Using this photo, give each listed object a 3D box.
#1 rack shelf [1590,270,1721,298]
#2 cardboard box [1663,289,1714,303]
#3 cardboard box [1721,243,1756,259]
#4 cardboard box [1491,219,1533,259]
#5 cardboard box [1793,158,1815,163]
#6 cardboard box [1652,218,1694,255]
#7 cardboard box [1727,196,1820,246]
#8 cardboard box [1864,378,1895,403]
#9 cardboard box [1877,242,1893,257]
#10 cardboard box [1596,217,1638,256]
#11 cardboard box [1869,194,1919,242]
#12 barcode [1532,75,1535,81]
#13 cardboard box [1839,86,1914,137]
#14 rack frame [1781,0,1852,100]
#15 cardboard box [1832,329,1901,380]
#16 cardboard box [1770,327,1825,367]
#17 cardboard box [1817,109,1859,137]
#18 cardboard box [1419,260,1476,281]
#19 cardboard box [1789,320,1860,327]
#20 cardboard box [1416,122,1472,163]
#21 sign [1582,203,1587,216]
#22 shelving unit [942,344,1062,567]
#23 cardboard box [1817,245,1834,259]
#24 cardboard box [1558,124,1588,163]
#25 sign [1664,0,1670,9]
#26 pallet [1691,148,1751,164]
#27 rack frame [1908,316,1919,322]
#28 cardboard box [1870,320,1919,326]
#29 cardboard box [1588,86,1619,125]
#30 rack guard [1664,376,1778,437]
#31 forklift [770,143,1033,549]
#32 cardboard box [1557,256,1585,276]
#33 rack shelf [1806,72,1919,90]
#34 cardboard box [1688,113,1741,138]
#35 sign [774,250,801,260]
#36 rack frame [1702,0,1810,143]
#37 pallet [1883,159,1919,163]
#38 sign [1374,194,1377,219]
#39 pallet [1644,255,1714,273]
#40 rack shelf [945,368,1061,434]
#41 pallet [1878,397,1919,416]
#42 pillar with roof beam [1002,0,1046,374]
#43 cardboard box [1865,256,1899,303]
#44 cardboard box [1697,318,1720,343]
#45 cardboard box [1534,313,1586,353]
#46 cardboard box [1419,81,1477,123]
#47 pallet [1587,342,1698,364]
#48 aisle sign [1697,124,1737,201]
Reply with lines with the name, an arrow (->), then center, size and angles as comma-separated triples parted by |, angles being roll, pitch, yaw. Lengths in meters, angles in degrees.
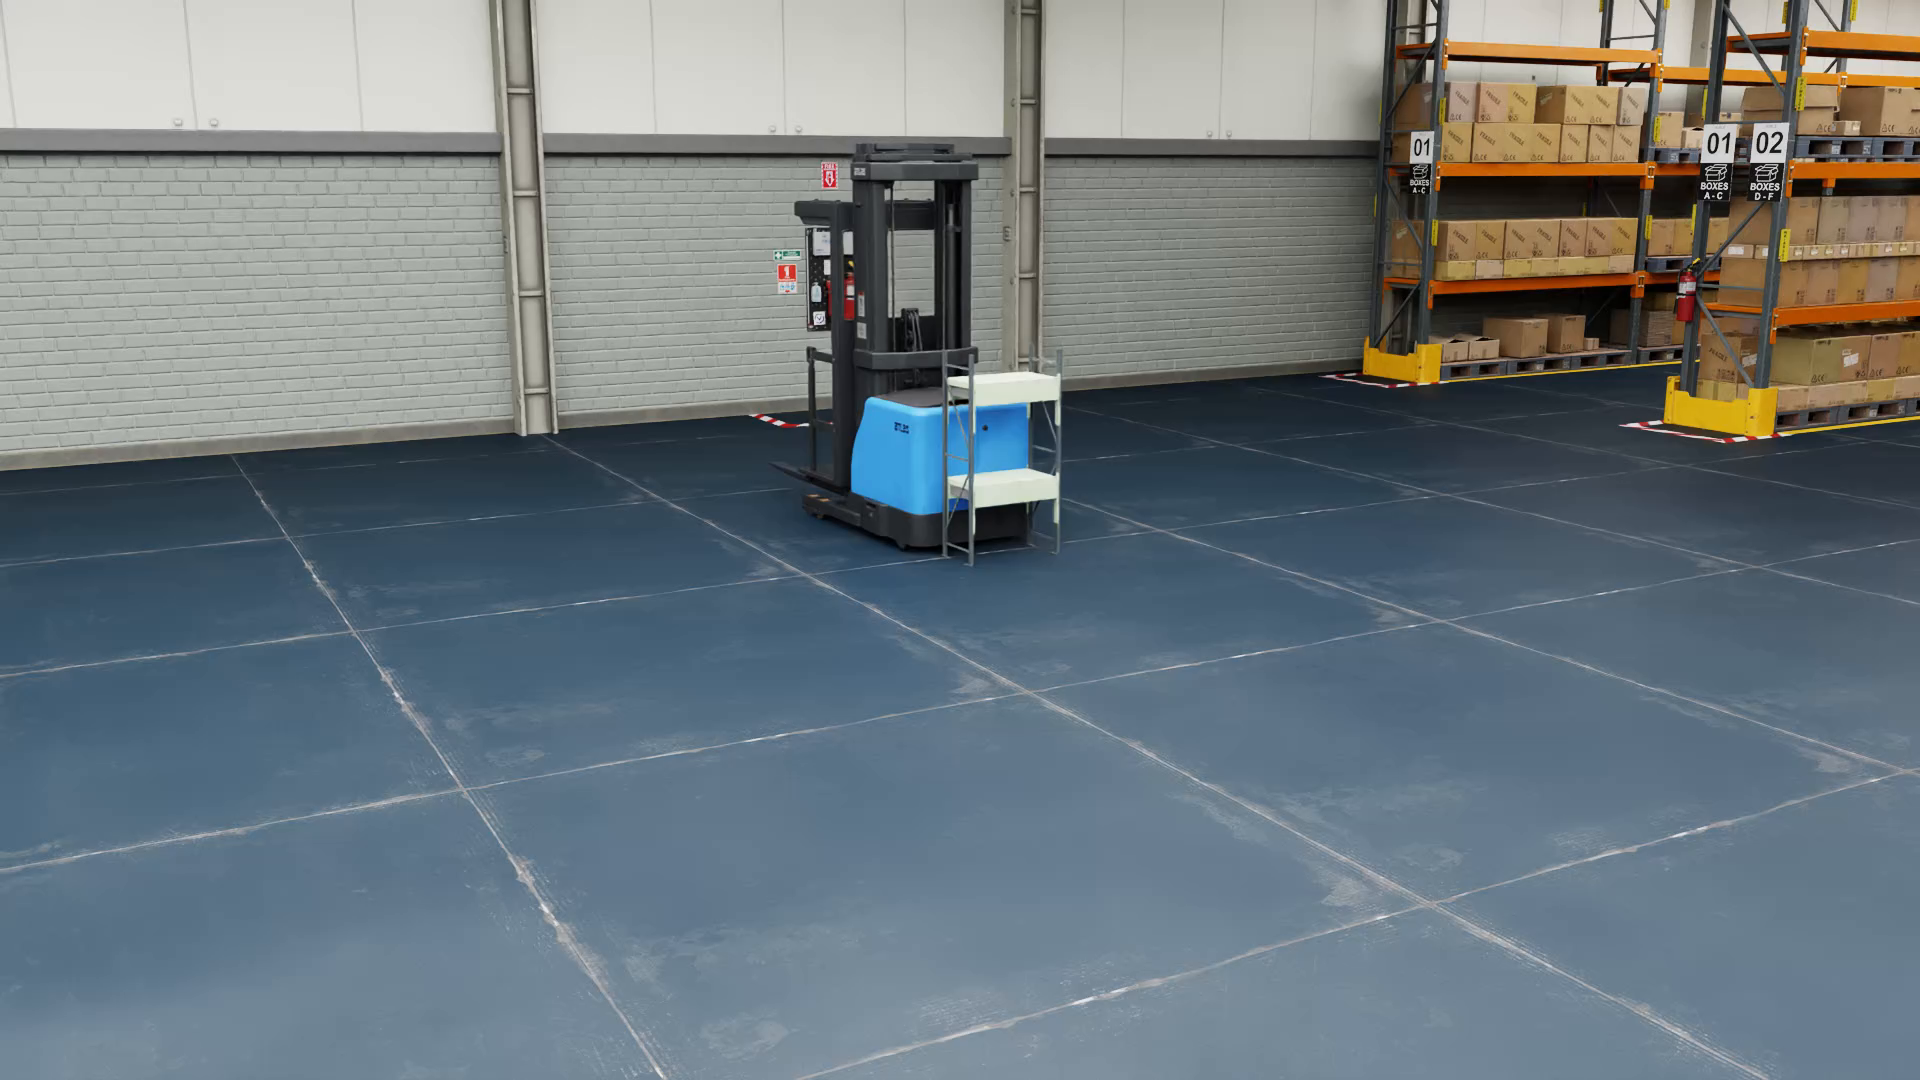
rack shelf -> 11.095, -3.908, 24.781 | 4.000, 0.370, 1.077 | -7, 14, -28
cardboard box -> 10.817, -3.593, 24.725 | 0.500, 0.250, 0.500 | -7, 15, -29
cardboard box -> 8.450, -3.116, 17.917 | 0.250, 0.149, 0.380 | -7, 15, -29
cardboard box -> 7.287, -4.026, 22.254 | 0.500, 0.500, 0.500 | -7, 15, -30
cardboard box -> 12.348, -5.771, 24.748 | 0.500, 0.311, 0.500 | -7, 14, -28
cardboard box -> 10.297, -4.416, 24.172 | 0.500, 0.500, 0.700 | -5, 14, -22
cardboard box -> 8.668, -3.408, 17.736 | 0.500, 0.500, 0.700 | -7, 14, -28
cardboard box -> 10.100, -1.708, 18.673 | 0.500, 0.250, 0.500 | -7, 14, -28
cardboard box -> 10.003, -3.200, 18.292 | 0.250, 0.149, 0.380 | -7, 14, -27
cardboard box -> 9.073, -4.242, 23.214 | 0.500, 0.500, 0.500 | -7, 14, -28
cardboard box -> 10.447, -3.622, 18.690 | 0.500, 0.500, 0.700 | -7, 14, -28
barcode -> 7.913, -6.376, 22.948 | 0.075, 0.075, 0.001 | -7, 14, -28
cardboard box -> 9.794, -4.581, 17.798 | 0.500, 0.500, 0.500 | -7, 14, -28
rack frame -> 12.851, -7.396, 24.979 | 0.127, 3.000, 1.000 | -7, 14, -28
cardboard box -> 10.101, -2.074, 18.590 | 0.500, 0.500, 0.500 | -7, 14, -28
cardboard box -> 9.404, -2.125, 18.816 | 0.500, 0.500, 0.500 | -7, 14, -28
cardboard box -> 9.578, -4.597, 18.300 | 0.500, 0.311, 0.500 | -5, 14, -21
cardboard box -> 6.409, -3.555, 21.868 | 0.500, 0.250, 0.500 | -7, 15, -29
cardboard box -> 13.559, -3.678, 26.059 | 0.750, 0.750, 0.750 | -7, 14, -29
cardboard box -> 6.242, -5.137, 21.497 | 0.500, 0.500, 0.500 | -6, 14, -26
sign -> 9.070, -4.720, 24.114 | 0.005, 0.325, 0.100 | -7, 14, -28
shelving unit -> 0.300, -0.618, 11.938 | 0.755, 1.500, 0.431 | -7, 15, -30
cardboard box -> 9.103, -3.093, 17.815 | 0.250, 0.149, 0.380 | -7, 14, -28
cardboard box -> 8.097, -5.354, 22.460 | 0.500, 0.500, 0.500 | -7, 15, -30
sign -> 9.583, -7.363, 22.524 | 0.005, 0.325, 0.100 | -7, 14, -28
pallet -> 10.841, -5.575, 24.144 | 1.003, 0.211, 1.213 | -7, 14, -28
rack frame -> 11.716, -3.094, 19.527 | 0.127, 3.000, 1.000 | -7, 14, -28
cardboard box -> 11.159, -2.335, 19.752 | 0.500, 0.500, 0.500 | -7, 14, -28
cardboard box -> 8.551, -5.893, 22.582 | 0.500, 0.500, 0.500 | -6, 14, -25
rack guard -> 8.184, -1.452, 17.921 | 0.348, 0.500, 1.175 | -7, 14, -28
forklift -> -0.624, -1.644, 13.237 | 1.130, 2.935, 3.031 | -7, 15, -29
cardboard box -> 8.194, -3.770, 22.827 | 0.500, 0.250, 0.500 | -7, 14, -28
rack shelf -> 14.606, -7.061, 26.036 | 4.000, 0.370, 1.077 | -7, 14, -28
cardboard box -> 10.940, -5.938, 24.145 | 0.500, 0.500, 0.500 | -7, 15, -30
sign -> -1.952, -3.221, 18.801 | 0.331, 0.109, 0.001 | -7, 14, -28
rack frame -> 8.205, -5.600, 16.999 | 0.127, 3.000, 1.000 | -7, 14, -28
pallet -> 14.370, -6.037, 26.200 | 1.213, 0.211, 1.003 | -6, 14, -25
sign -> 5.580, -4.456, 22.220 | 0.005, 0.325, 0.100 | -7, 14, -28
pallet -> 10.080, -4.007, 24.021 | 1.213, 0.211, 1.003 | -7, 14, -28
rack shelf -> 0.300, -0.998, 11.852 | 0.720, 0.370, 0.431 | -7, 15, -30
pallet -> 10.998, -1.659, 19.498 | 1.213, 0.211, 1.003 | -7, 14, -28
pillar with roof beam -> 2.825, -5.334, 15.816 | 0.400, 9.000, 9.100 | -7, 14, -28
cardboard box -> 9.979, -2.932, 18.580 | 0.500, 0.500, 0.700 | -6, 14, -26
cardboard box -> 10.874, -3.234, 24.840 | 0.500, 0.500, 0.700 | -7, 14, -27
cardboard box -> 8.448, -2.927, 23.474 | 0.500, 0.500, 0.500 | -8, 15, -32
cardboard box -> 6.283, -5.631, 21.418 | 0.500, 0.500, 0.500 | -8, 15, -32
pallet -> 10.022, -2.770, 24.439 | 1.213, 0.211, 1.003 | -7, 14, -28
aisle sign -> 8.007, -3.992, 17.593 | 0.004, 0.787, 0.394 | -7, 14, -28
